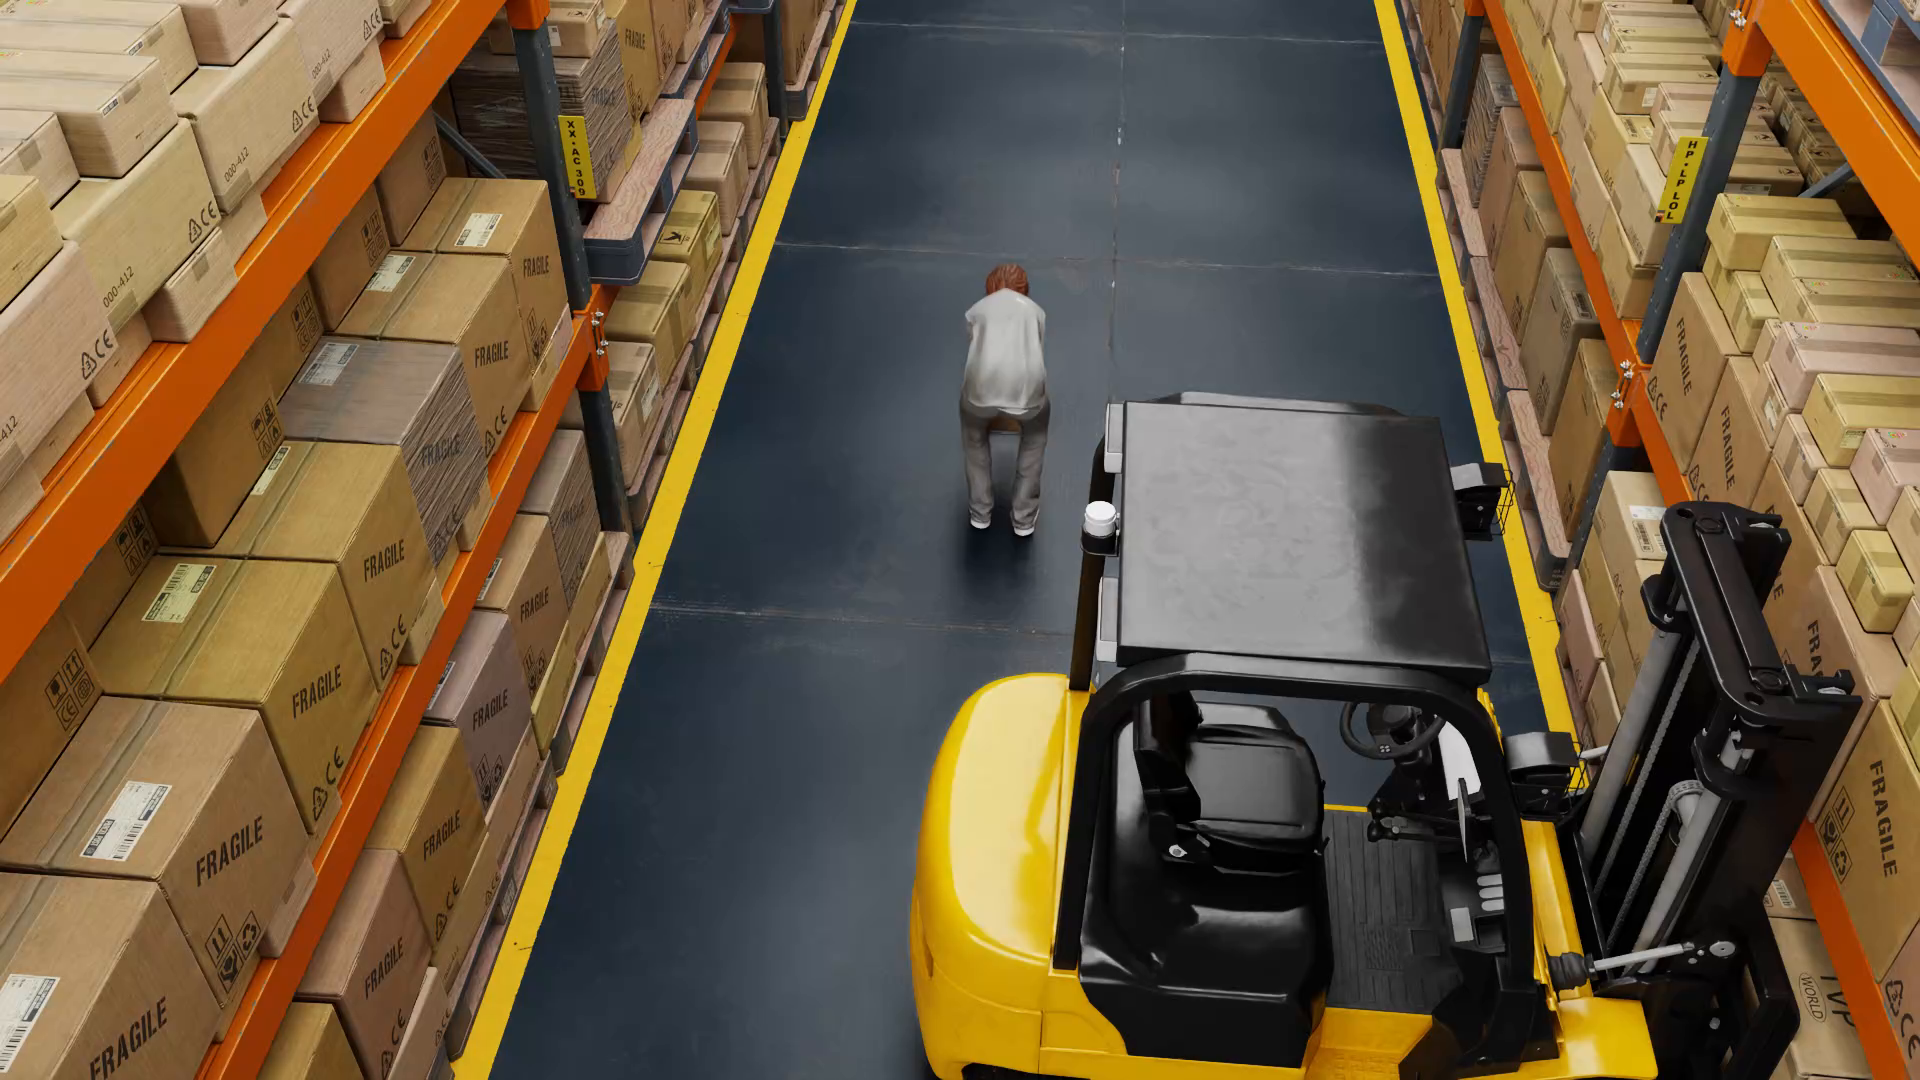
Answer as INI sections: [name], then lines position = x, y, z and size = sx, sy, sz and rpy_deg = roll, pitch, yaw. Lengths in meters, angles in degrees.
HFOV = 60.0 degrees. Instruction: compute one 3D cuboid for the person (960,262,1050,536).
[person]
position = 0.202, -0.603, 7.318
size = 0.389, 1.013, 0.868
rpy_deg = 2, 41, 2
